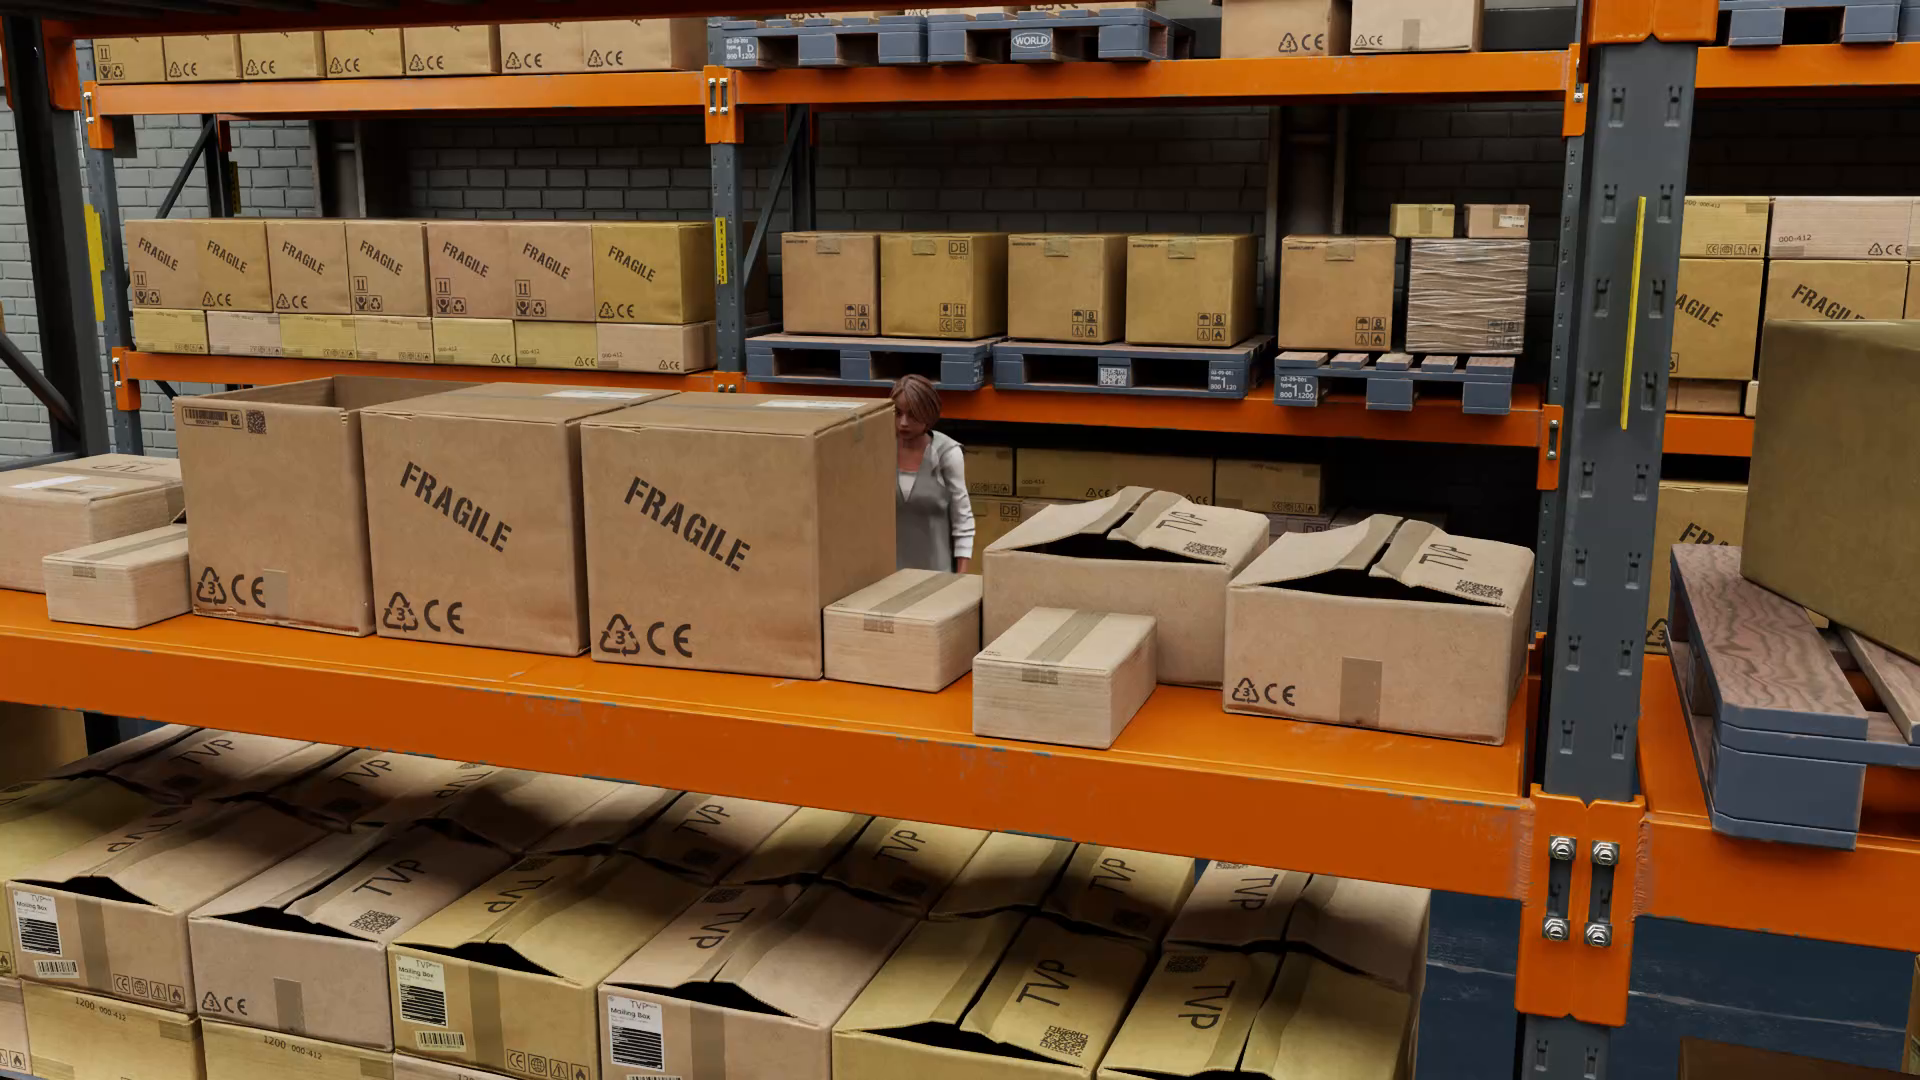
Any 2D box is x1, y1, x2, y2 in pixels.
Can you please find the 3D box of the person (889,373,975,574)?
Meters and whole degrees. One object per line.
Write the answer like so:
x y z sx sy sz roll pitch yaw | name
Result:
-0.171 0.174 6.173 0.460 1.593 0.342 4 13 17 | person
